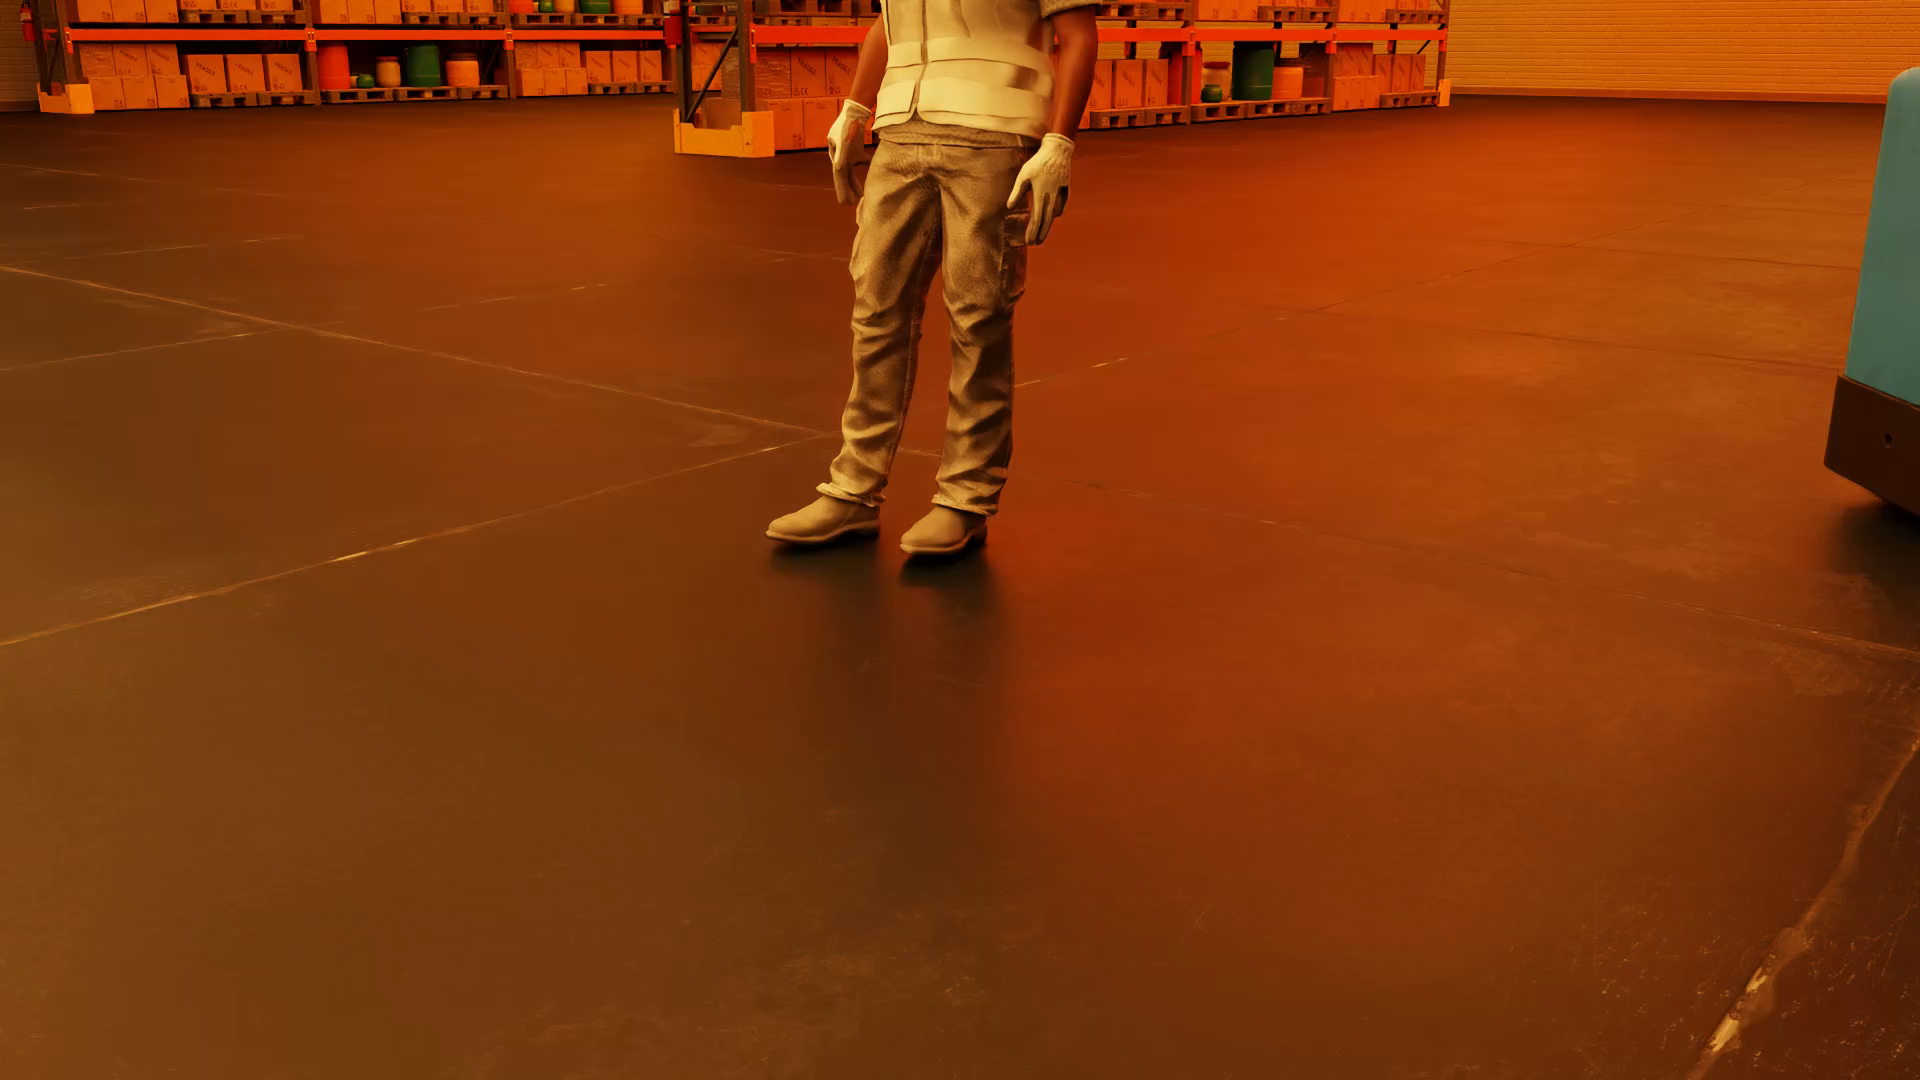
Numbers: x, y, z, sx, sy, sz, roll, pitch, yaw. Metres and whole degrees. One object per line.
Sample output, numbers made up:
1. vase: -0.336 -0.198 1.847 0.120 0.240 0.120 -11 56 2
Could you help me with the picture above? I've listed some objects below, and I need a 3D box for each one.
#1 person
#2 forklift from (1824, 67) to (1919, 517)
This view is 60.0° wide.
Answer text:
1. person: -0.053 -0.846 3.634 0.656 1.782 0.577 13 21 37
2. forklift: 3.745 -1.382 3.449 3.031 2.935 1.130 1 17 2
